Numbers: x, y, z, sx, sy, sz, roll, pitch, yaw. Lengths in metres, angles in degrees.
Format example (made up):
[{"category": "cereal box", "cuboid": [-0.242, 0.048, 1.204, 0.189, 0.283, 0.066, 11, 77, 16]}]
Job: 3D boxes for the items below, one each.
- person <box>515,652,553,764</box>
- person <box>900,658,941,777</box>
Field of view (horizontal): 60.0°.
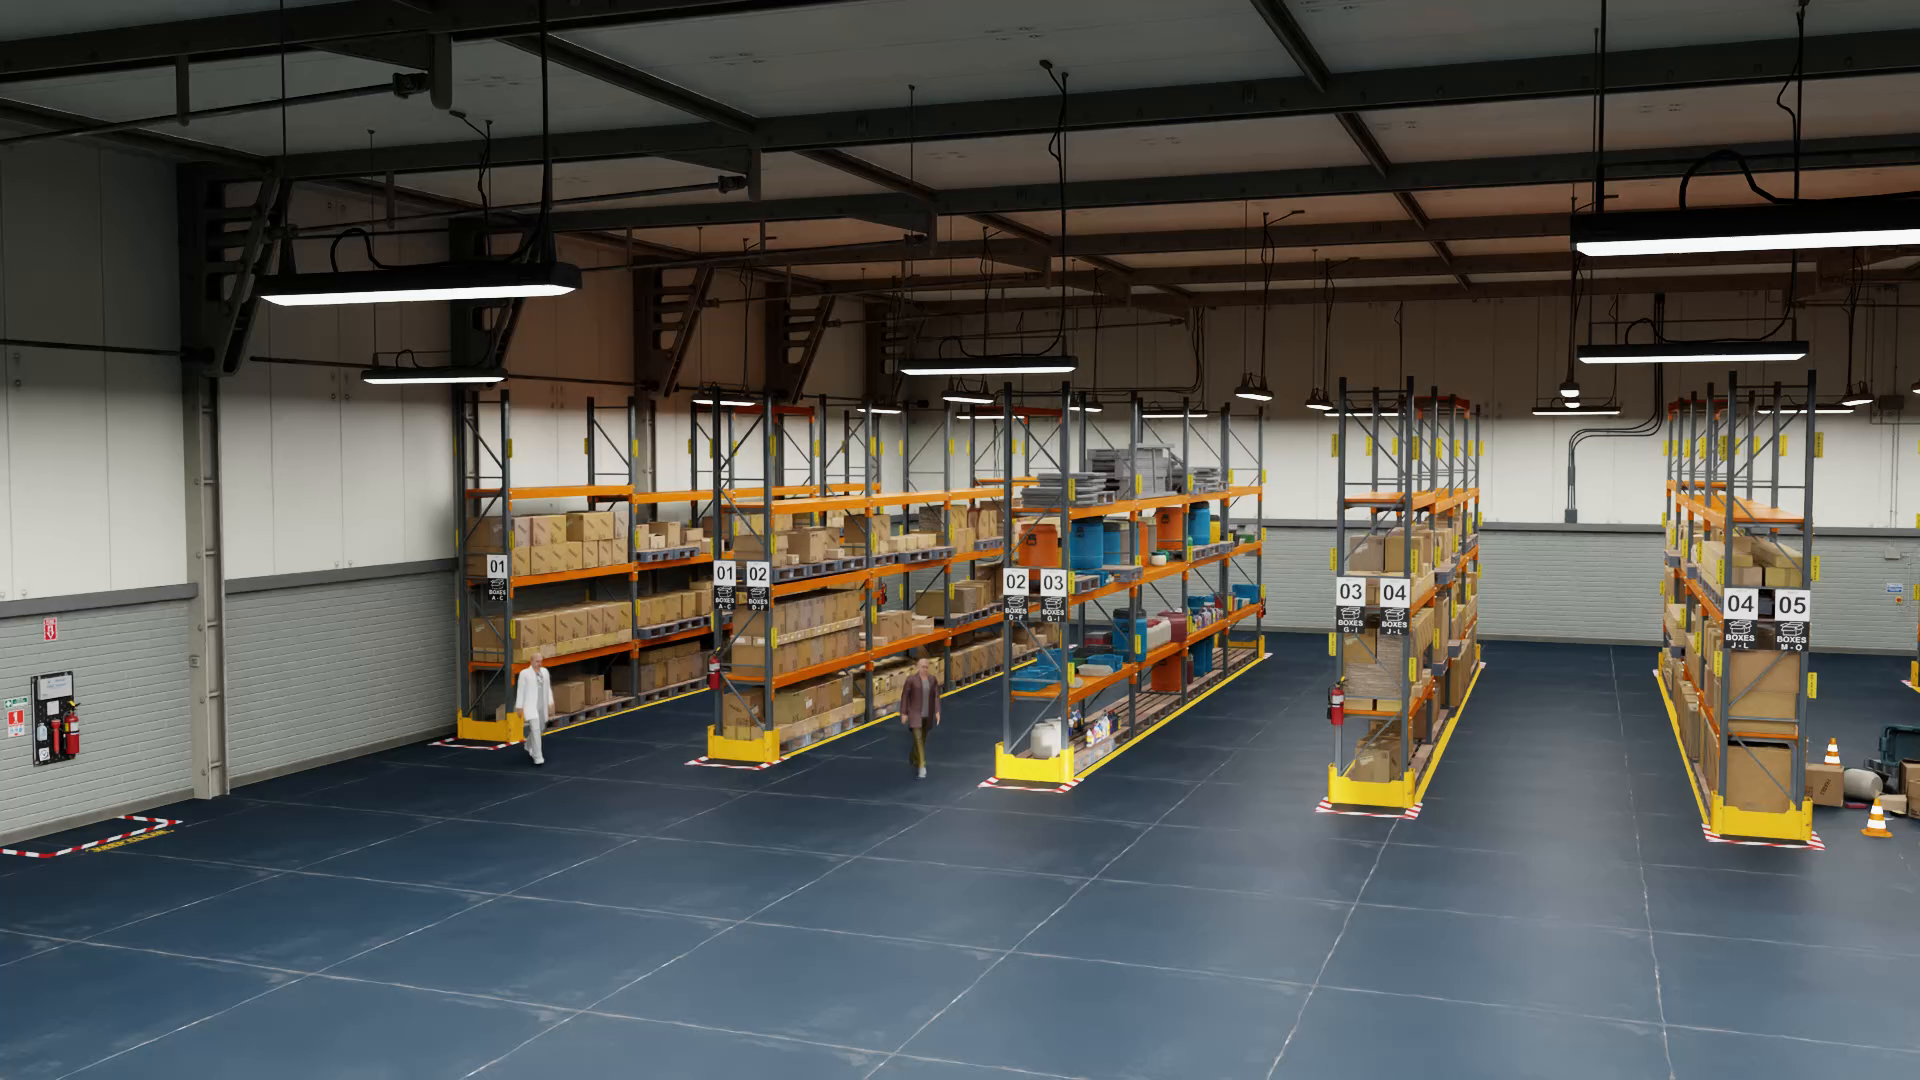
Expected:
[{"category": "person", "cuboid": [-6.800, 2.664, 26.642, 0.947, 1.743, 0.589, 3, 4, 39]}, {"category": "person", "cuboid": [-0.588, 2.701, 25.668, 0.600, 1.753, 0.956, -2, 4, -33]}]
